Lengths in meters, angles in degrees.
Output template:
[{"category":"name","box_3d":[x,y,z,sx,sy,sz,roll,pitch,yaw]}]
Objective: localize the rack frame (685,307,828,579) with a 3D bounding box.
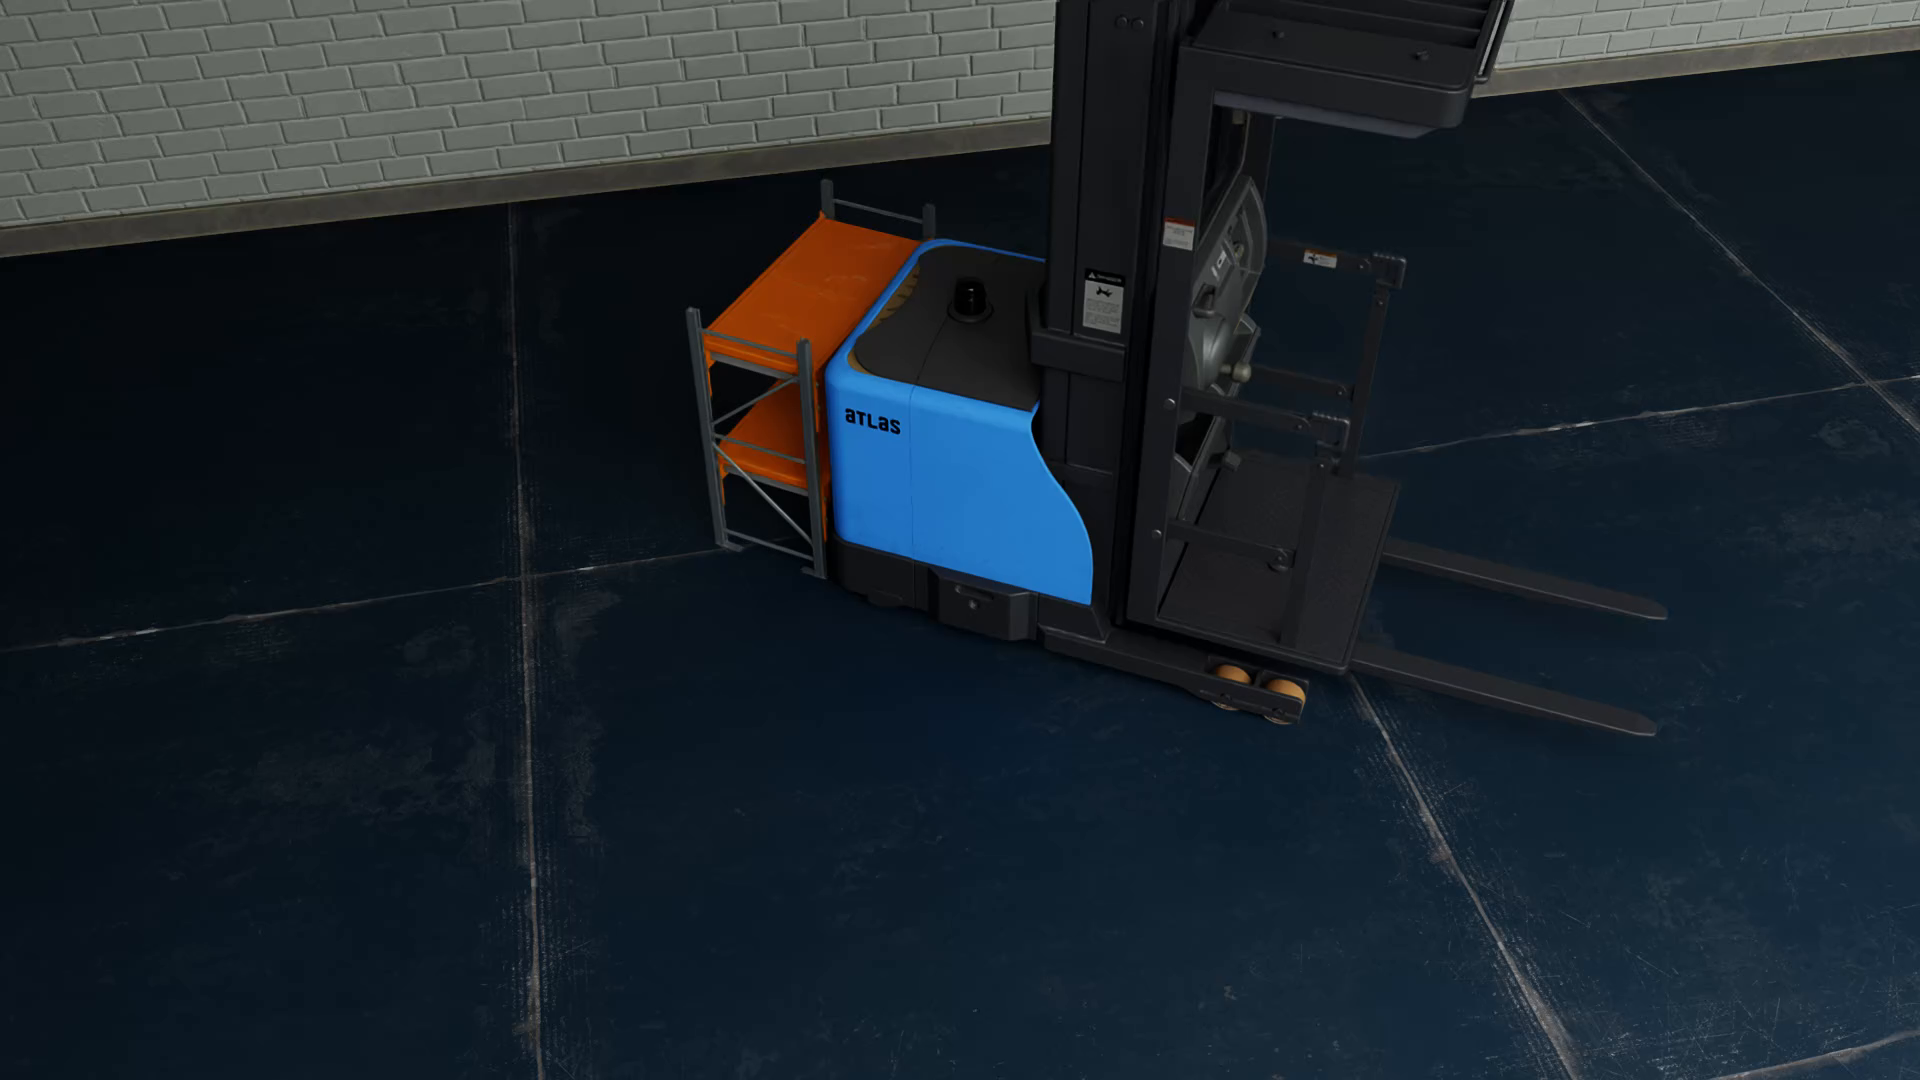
[{"category":"rack frame","box_3d":[-0.757,-0.343,6.289,0.500,1.125,0.032,17,44,18]}]

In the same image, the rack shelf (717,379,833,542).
[{"category":"rack shelf","box_3d":[-0.543,-0.467,6.797,0.538,0.278,1.000,17,44,18]}]

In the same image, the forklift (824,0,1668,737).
[{"category":"forklift","box_3d":[1.077,-0.833,5.480,3.031,2.935,1.130,14,44,16]}]

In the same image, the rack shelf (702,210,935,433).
[{"category":"rack shelf","box_3d":[-0.543,-0.868,6.440,0.538,0.278,1.000,17,44,18]}]

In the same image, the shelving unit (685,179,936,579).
[{"category":"shelving unit","box_3d":[-0.543,-0.649,6.634,0.538,1.125,1.048,17,44,18]}]

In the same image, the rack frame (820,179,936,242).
[{"category":"rack frame","box_3d":[-0.329,-0.956,6.979,0.500,1.125,0.032,17,44,18]}]
